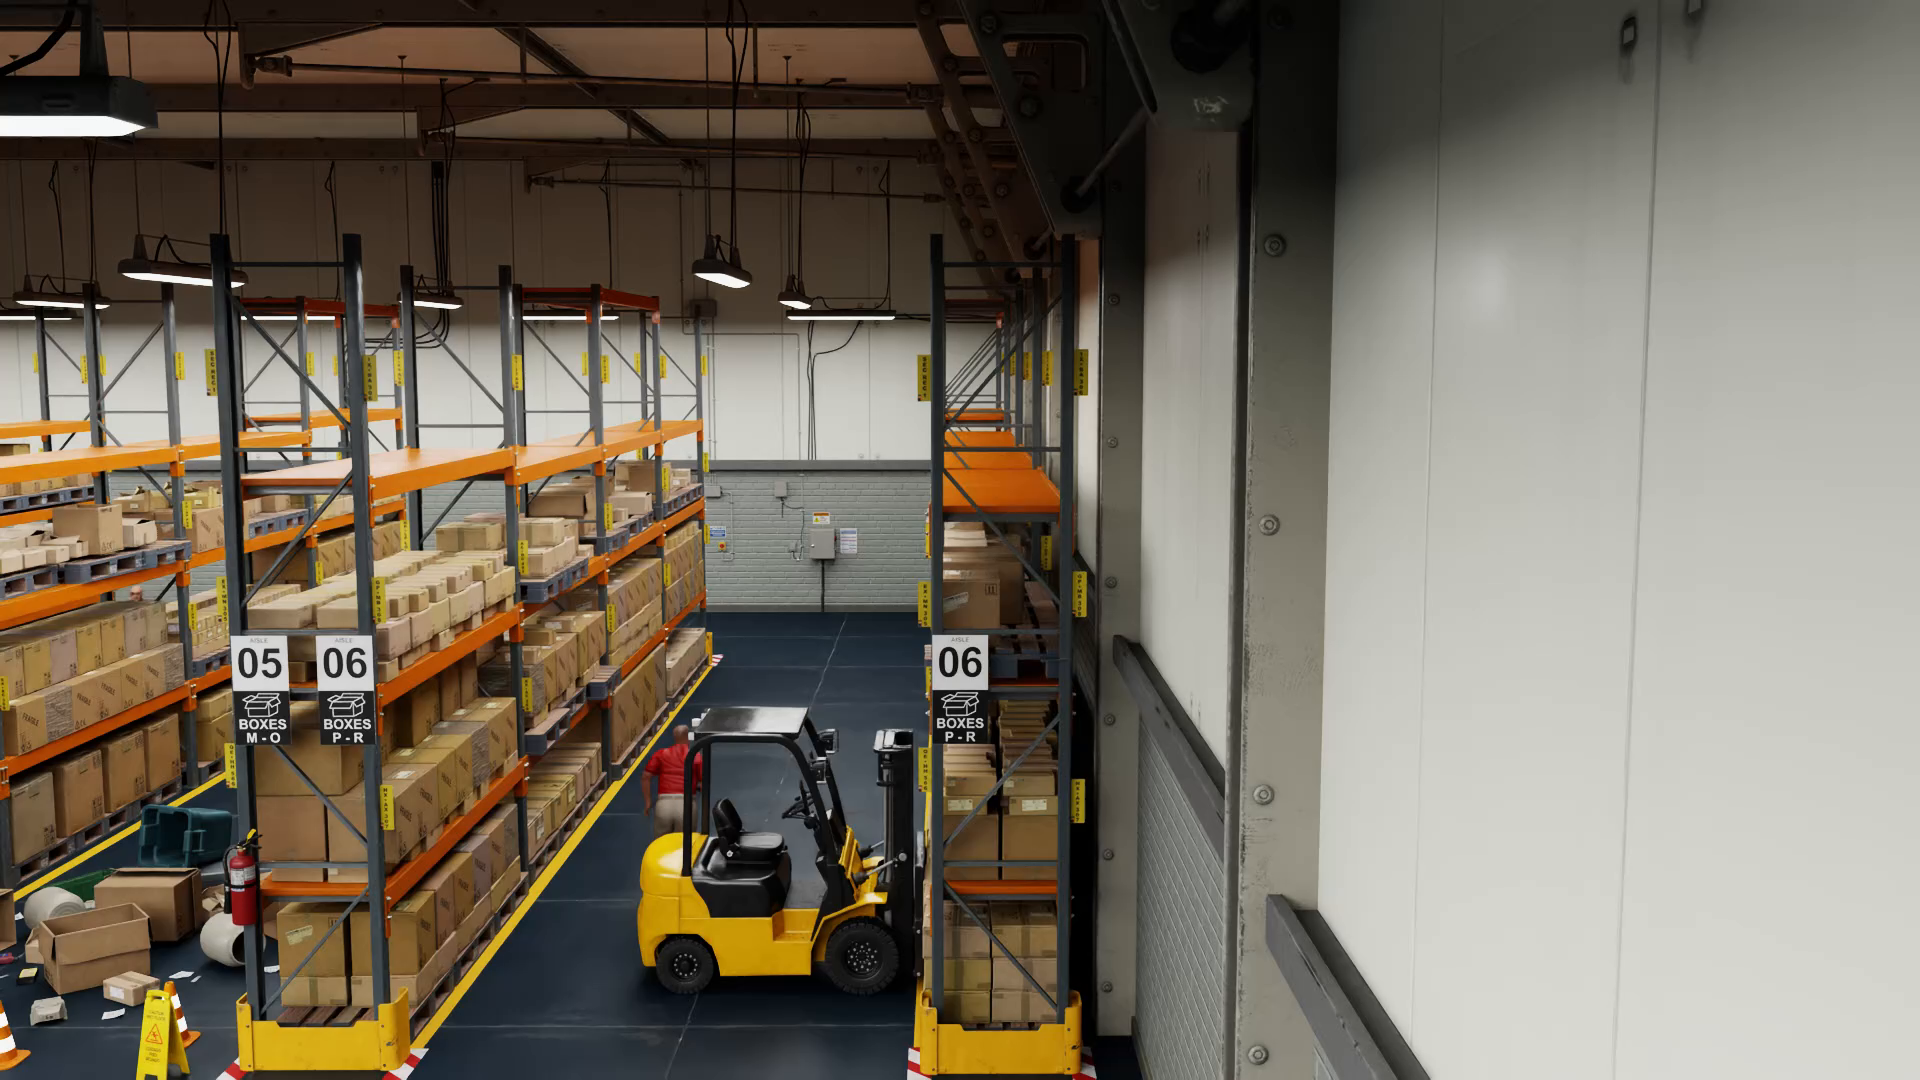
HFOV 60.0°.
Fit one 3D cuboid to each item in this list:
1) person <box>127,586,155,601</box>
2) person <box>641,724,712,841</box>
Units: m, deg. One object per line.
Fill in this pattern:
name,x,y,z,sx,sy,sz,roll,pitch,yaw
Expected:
person,-12.588,1.513,25.610,0.672,1.684,0.668,1,6,7
person,-2.726,2.601,16.038,0.665,1.618,0.770,0,6,0
